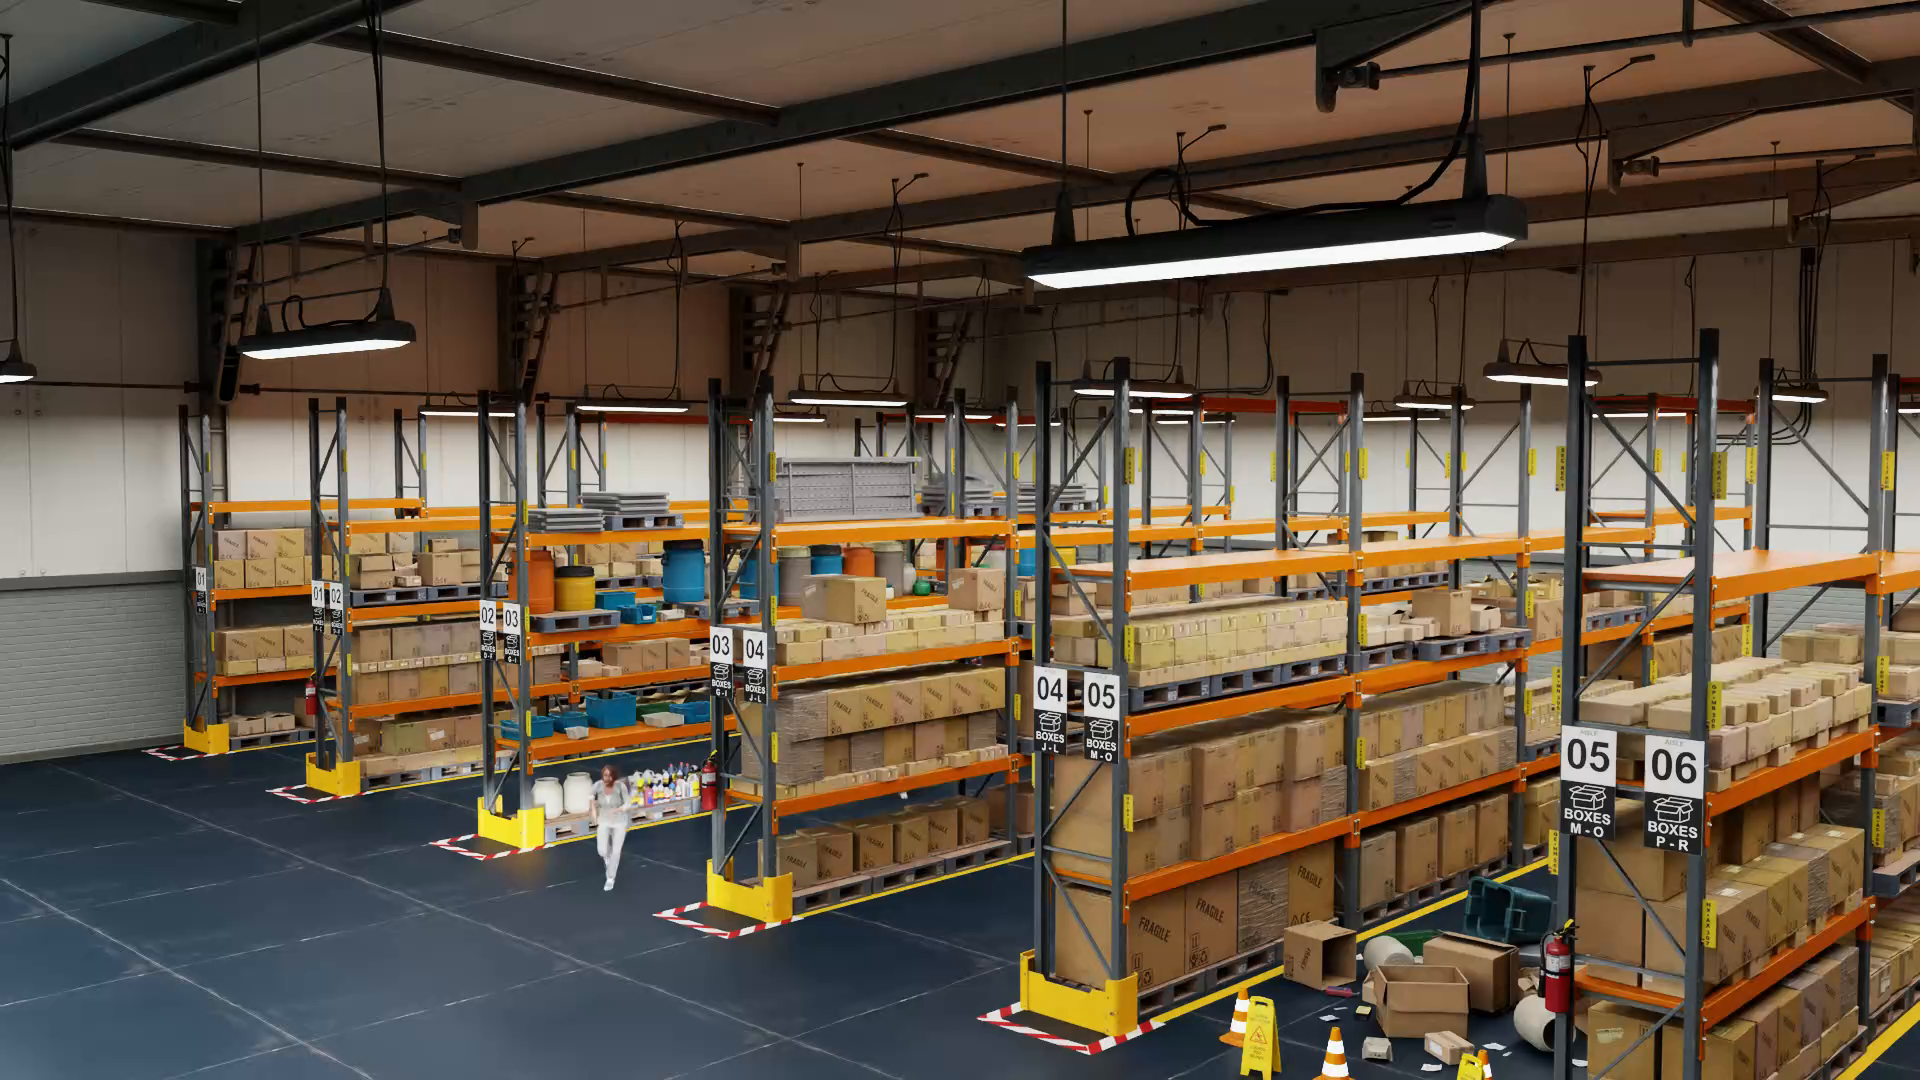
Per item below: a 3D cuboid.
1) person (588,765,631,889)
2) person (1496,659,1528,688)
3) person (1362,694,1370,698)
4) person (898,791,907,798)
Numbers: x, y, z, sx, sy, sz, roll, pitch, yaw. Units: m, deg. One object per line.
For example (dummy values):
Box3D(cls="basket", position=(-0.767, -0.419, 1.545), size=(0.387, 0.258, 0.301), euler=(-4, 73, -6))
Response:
Box3D(cls="person", position=(-4.131, 3.381, 19.560), size=(0.520, 1.527, 0.656), euler=(0, 3, -7))
Box3D(cls="person", position=(9.804, 2.785, 29.515), size=(0.598, 1.692, 0.863), euler=(0, 3, 9))
Box3D(cls="person", position=(6.118, 2.975, 25.245), size=(0.663, 1.788, 1.094), euler=(2, 4, 40))
Box3D(cls="person", position=(-0.974, 3.118, 24.660), size=(0.590, 1.503, 0.812), euler=(1, 3, 12))
